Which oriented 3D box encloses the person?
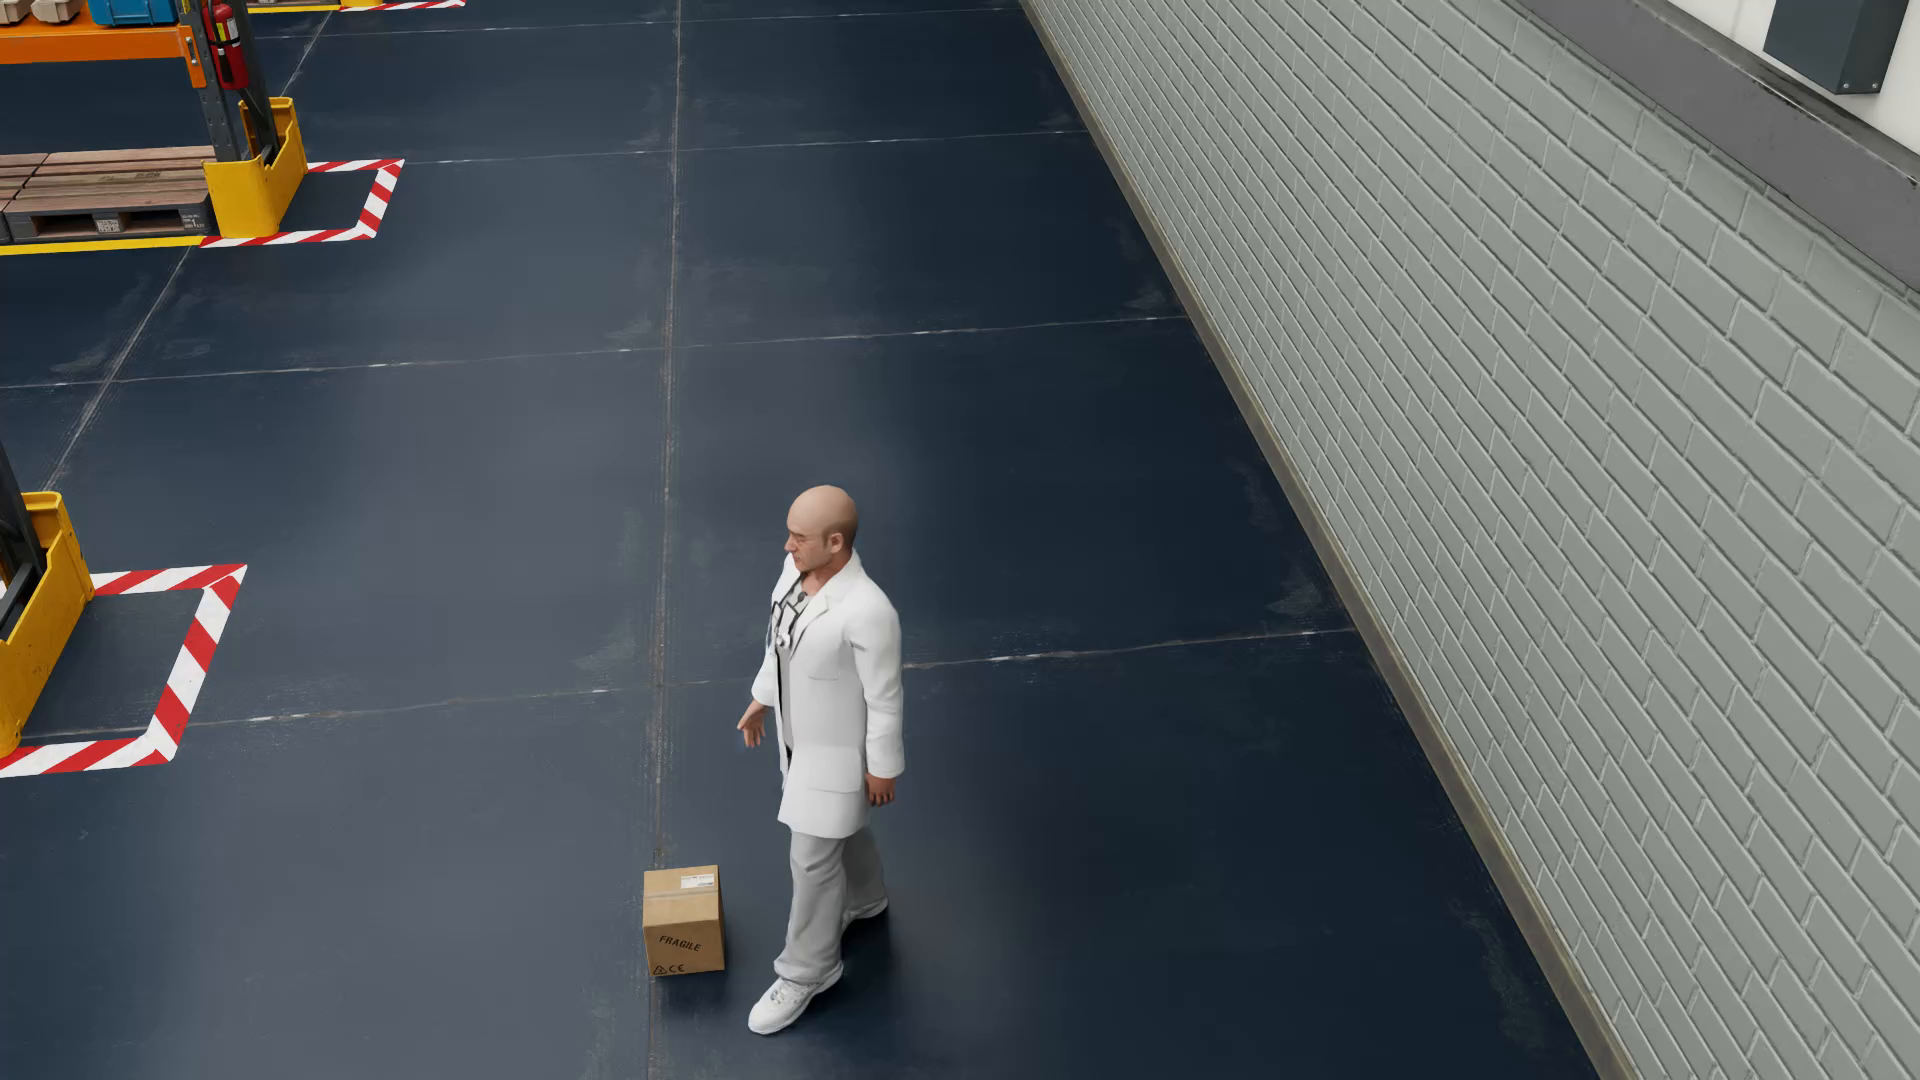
[{"bbox_3d":[-0.517,0.651,5.196,0.636,1.794,0.589,-16,38,-22],"label":"person"}]
